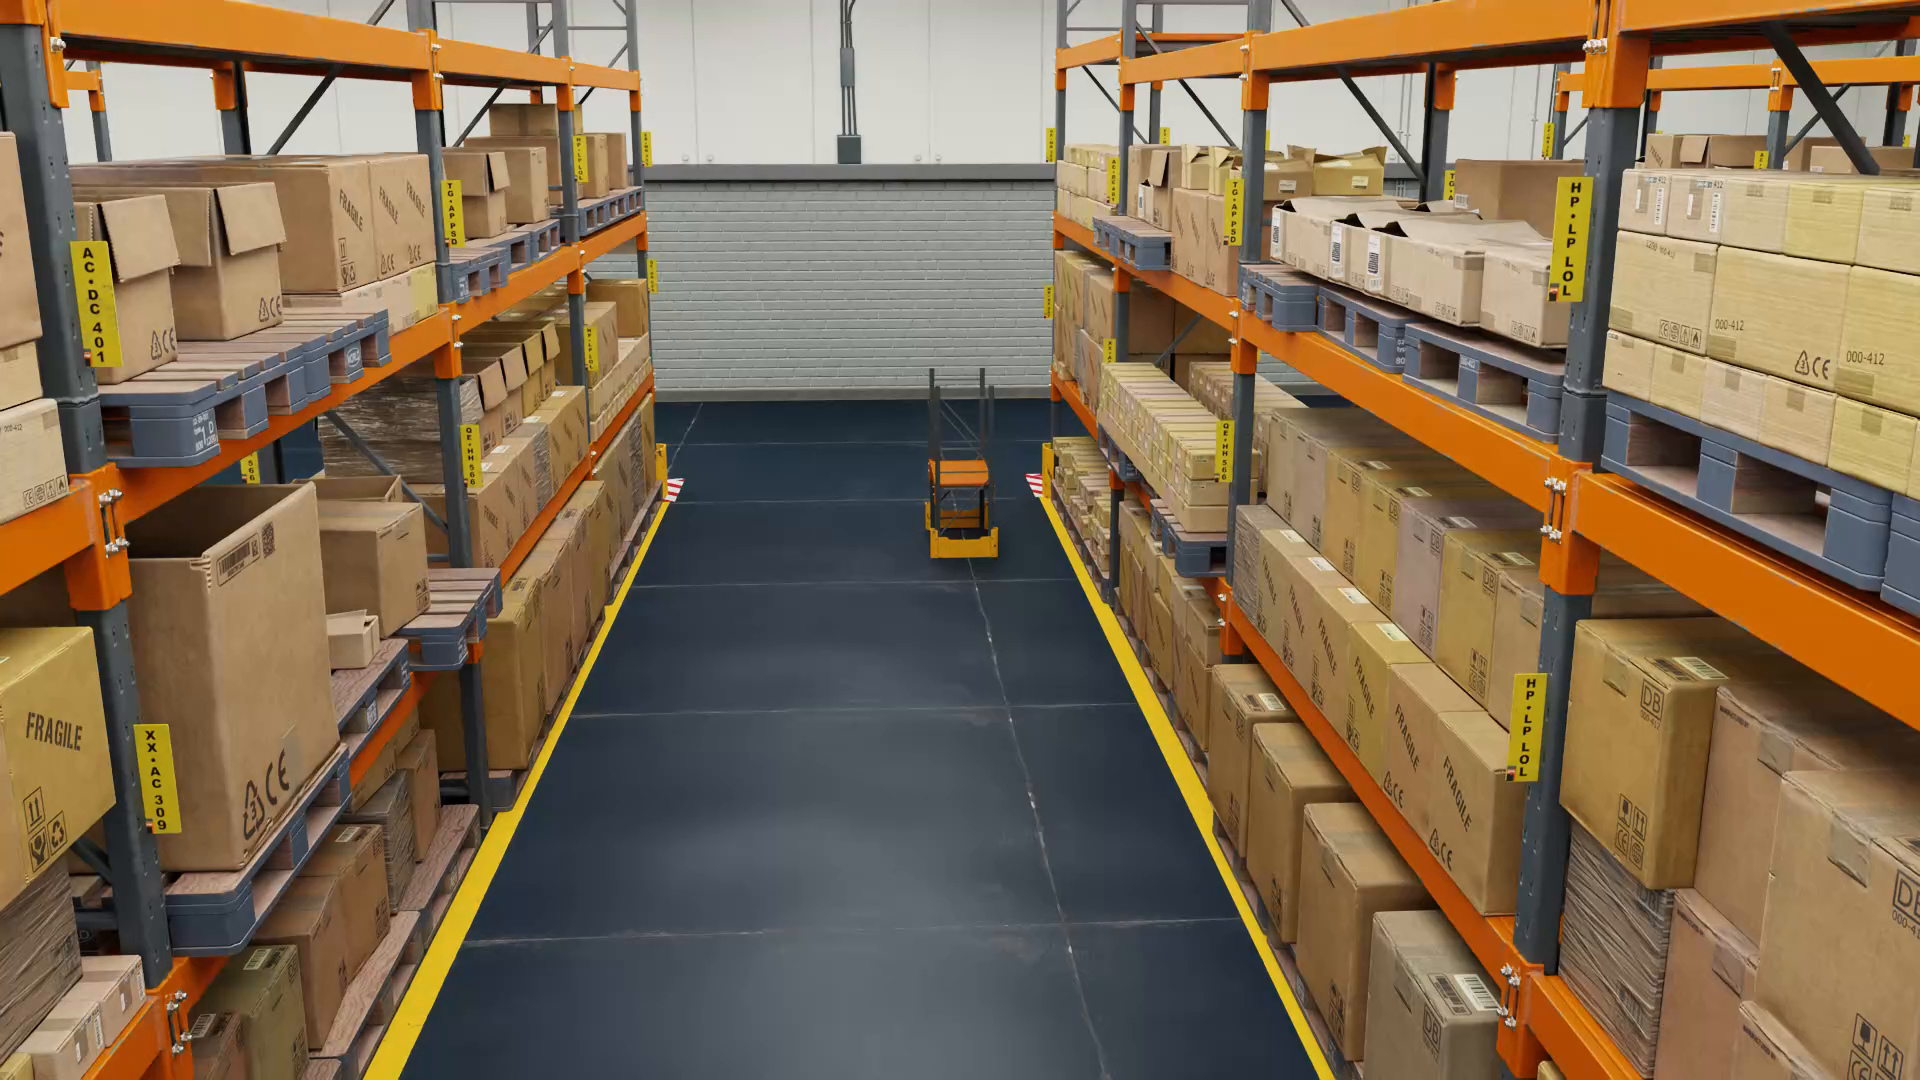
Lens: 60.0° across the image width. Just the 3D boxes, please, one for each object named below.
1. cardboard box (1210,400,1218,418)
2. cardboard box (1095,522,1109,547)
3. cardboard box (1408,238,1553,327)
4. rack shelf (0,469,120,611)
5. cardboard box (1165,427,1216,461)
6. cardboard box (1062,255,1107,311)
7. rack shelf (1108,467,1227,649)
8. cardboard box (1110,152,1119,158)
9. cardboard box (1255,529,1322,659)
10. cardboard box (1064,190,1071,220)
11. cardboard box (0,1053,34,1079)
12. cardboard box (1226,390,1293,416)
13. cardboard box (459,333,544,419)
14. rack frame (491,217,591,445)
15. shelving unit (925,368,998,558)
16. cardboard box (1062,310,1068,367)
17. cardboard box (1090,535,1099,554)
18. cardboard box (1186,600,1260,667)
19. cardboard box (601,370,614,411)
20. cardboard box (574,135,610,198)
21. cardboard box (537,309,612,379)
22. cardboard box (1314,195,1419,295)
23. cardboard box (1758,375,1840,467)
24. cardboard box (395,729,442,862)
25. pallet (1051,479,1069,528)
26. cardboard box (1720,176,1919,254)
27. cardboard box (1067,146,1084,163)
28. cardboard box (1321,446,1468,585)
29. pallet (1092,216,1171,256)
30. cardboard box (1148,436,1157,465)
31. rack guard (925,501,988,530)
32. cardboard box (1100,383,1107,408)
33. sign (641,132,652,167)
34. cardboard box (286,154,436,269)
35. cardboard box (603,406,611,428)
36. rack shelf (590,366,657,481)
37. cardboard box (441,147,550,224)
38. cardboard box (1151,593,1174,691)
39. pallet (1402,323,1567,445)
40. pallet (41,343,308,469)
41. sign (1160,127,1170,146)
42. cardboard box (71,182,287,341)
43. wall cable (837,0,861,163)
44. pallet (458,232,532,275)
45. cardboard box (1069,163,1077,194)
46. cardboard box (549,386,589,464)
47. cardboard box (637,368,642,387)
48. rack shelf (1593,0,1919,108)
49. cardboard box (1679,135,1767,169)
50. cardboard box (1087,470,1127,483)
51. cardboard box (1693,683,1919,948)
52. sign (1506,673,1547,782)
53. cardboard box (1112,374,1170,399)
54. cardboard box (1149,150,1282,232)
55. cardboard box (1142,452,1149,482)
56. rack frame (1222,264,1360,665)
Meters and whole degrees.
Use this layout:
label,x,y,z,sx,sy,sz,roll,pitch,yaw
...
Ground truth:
label,x,y,z,sx,sy,sz,roll,pitch,yaw
cardboard box,1.940,-0.875,11.473,0.380,0.149,0.250,-1,14,-5
cardboard box,1.301,-0.048,13.474,0.380,0.149,0.250,-2,15,-6
cardboard box,1.867,-0.886,5.690,0.500,0.250,0.500,-1,14,-4
rack shelf,-2.670,0.494,2.512,1.077,0.370,4.000,-1,14,-3
cardboard box,1.398,-0.558,9.643,0.380,0.149,0.250,0,14,-2
cardboard box,1.220,-2.371,15.417,0.500,0.500,0.500,0,14,-2
rack shelf,1.791,-0.095,10.818,1.077,0.370,4.000,-1,14,-3
cardboard box,1.349,-2.895,12.736,0.380,0.149,0.250,-1,14,-2
cardboard box,1.708,0.248,7.842,0.500,0.500,0.500,-1,14,-4
cardboard box,1.221,-3.069,15.215,0.500,0.250,0.500,0,14,-2
cardboard box,-2.525,1.397,4.083,0.380,0.149,0.250,-1,14,-3
cardboard box,1.967,-0.889,10.931,0.380,0.149,0.250,-2,15,-6
cardboard box,-3.211,-1.094,11.044,0.797,0.503,0.637,-1,14,-3
rack frame,-3.289,-0.889,12.462,1.000,3.000,0.127,-1,14,-3
shelving unit,0.005,-0.707,14.766,0.587,1.500,1.083,-1,14,-3
cardboard box,1.230,-1.879,15.513,0.500,0.500,0.500,-1,14,-3
cardboard box,1.290,0.014,13.831,0.380,0.149,0.250,-1,14,-5
cardboard box,1.611,0.532,9.607,0.500,0.250,0.500,-1,14,-5
cardboard box,-3.083,-1.205,13.395,0.500,0.250,0.500,-1,14,-4
cardboard box,-3.317,-3.102,13.798,0.700,0.500,0.500,0,14,-1
cardboard box,-3.087,-1.569,13.305,0.500,0.500,0.500,-1,14,-3
cardboard box,2.145,-1.593,8.977,0.500,0.500,0.500,-1,14,-3
cardboard box,1.894,-0.249,3.416,0.380,0.149,0.250,-1,14,-4
cardboard box,-2.980,1.270,8.206,0.700,0.500,0.500,-2,15,-6
pallet,1.439,-0.363,16.015,1.003,0.211,1.213,-1,14,-3
cardboard box,1.879,-0.698,3.559,0.380,0.149,0.250,-1,14,-4
cardboard box,1.168,-3.474,14.985,0.380,0.149,0.250,-1,14,-3
cardboard box,2.000,-0.113,7.239,0.700,0.500,0.500,-1,14,-4
pallet,1.599,-2.147,11.709,1.213,0.211,1.003,-1,14,-3
cardboard box,1.365,-0.543,10.182,0.380,0.149,0.250,-1,14,-4
rack guard,-0.026,-0.226,15.403,0.587,0.250,0.087,-1,14,-3
cardboard box,1.233,-1.061,12.196,0.380,0.149,0.250,-1,14,-3
sign,-2.995,-3.732,15.873,0.100,0.325,0.005,-1,14,-3
cardboard box,-2.762,-1.523,7.701,0.500,0.500,0.500,-1,14,-2
cardboard box,-3.009,-0.977,13.308,0.380,0.149,0.250,0,14,-2
rack shelf,-3.413,-1.038,14.485,1.077,0.370,4.000,-1,14,-3
cardboard box,-3.243,-2.449,11.464,0.700,0.500,0.500,-1,14,-2
cardboard box,1.536,0.641,10.687,0.500,0.500,0.500,-2,15,-6
pallet,2.057,-0.538,5.463,0.805,0.209,1.217,-1,15,-6
pallet,-2.726,-0.416,4.982,1.213,0.211,1.003,-1,14,-3
sign,1.975,-3.820,16.058,0.100,0.325,0.005,-1,14,-3
cardboard box,-2.783,-0.958,5.661,0.797,0.503,0.637,0,14,-1
wall cable,-0.447,-7.807,20.852,2.277,5.999,0.120,-1,14,-3
pallet,-3.207,-1.693,9.945,1.003,0.211,1.213,0,14,-1
cardboard box,1.240,-3.189,14.678,0.500,0.250,0.500,-1,14,-3
cardboard box,-2.988,-0.825,12.014,0.500,0.500,0.500,-1,14,-3
cardboard box,-3.140,-1.489,15.299,0.380,0.149,0.250,-1,14,-2
rack shelf,2.287,-0.817,2.388,1.077,0.370,4.000,-1,14,-3
cardboard box,6.486,-3.131,13.907,0.797,0.503,0.637,0,14,1
cardboard box,1.325,-0.523,14.722,0.380,0.149,0.250,-1,14,-3
cardboard box,2.302,0.681,3.893,0.875,0.550,0.550,-1,14,-3
sign,1.622,0.537,4.753,0.100,0.325,0.005,-1,14,-3
cardboard box,1.269,-1.072,11.641,0.380,0.149,0.250,-1,14,-3
cardboard box,1.632,-2.260,10.722,0.797,0.503,0.637,-1,14,-4
cardboard box,1.352,-0.462,10.464,0.380,0.149,0.250,0,14,-2
rack frame,1.915,0.054,8.796,1.000,3.000,0.127,-1,14,-3
